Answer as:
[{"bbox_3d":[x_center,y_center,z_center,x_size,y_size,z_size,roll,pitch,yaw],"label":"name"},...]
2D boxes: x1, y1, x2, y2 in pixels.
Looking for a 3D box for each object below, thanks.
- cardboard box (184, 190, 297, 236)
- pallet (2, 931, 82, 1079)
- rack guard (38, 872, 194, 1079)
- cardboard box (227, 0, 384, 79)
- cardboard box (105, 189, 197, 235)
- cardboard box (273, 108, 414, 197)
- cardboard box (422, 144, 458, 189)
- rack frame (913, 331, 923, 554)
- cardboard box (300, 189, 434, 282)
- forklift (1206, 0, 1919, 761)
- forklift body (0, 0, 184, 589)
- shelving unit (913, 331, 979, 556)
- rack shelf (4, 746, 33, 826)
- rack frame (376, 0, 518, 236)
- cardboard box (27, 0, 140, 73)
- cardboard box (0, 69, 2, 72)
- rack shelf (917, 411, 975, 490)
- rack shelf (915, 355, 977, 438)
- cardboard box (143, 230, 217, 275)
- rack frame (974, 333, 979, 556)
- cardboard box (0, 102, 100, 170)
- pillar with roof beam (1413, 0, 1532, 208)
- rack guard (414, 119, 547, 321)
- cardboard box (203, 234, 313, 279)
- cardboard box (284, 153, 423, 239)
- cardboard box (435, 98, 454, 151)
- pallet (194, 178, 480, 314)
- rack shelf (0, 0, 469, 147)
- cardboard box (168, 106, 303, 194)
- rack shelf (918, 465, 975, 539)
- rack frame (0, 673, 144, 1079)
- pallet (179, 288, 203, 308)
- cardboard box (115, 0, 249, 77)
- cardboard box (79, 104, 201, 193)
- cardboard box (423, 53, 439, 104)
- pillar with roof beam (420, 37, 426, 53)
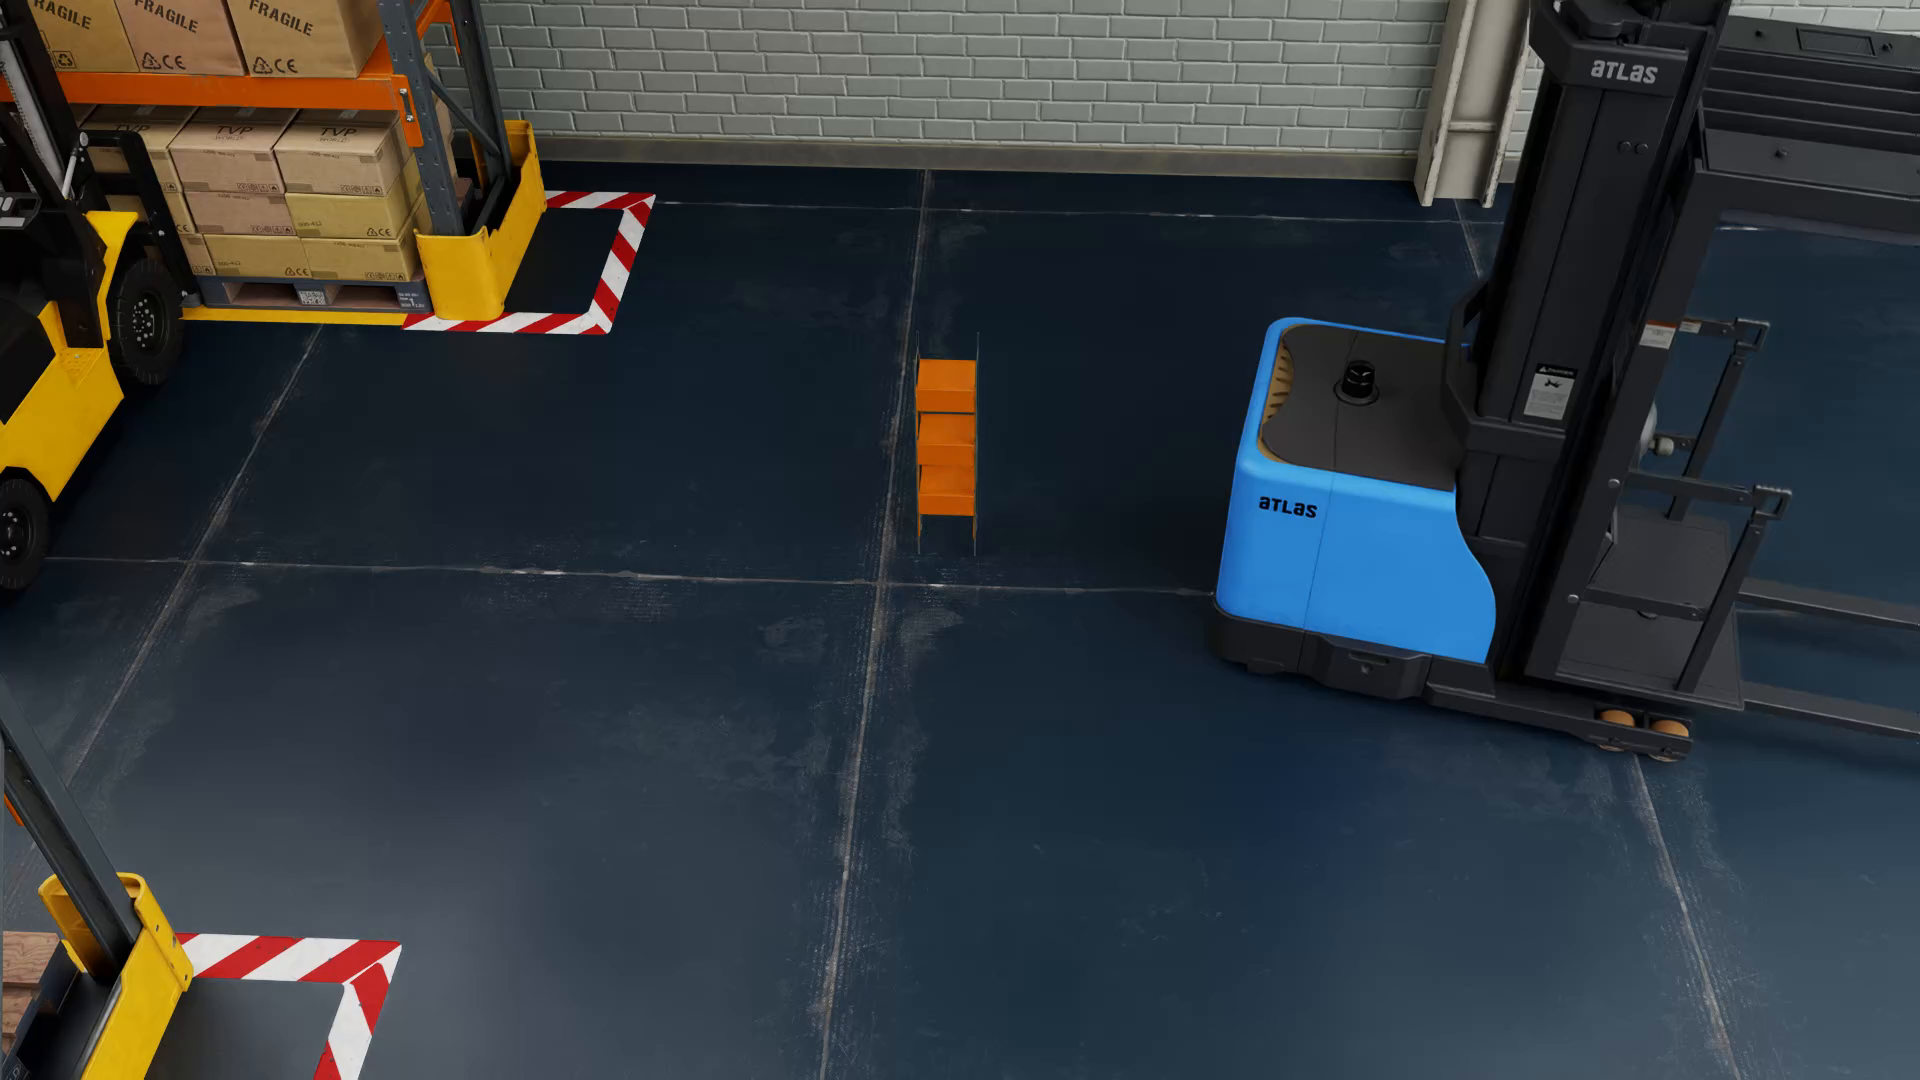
[{"bbox_3d":[-3.542,-1.780,8.388,0.500,0.250,0.500,1,43,1],"label":"cardboard box"},{"bbox_3d":[-3.646,1.724,5.329,1.213,0.211,1.003,2,43,2],"label":"pallet"},{"bbox_3d":[-2.836,1.668,5.178,0.348,0.500,1.175,2,43,2],"label":"rack guard"},{"bbox_3d":[-3.044,-2.497,7.742,0.500,0.500,0.500,1,43,1],"label":"cardboard box"},{"bbox_3d":[-4.058,-1.781,8.389,0.500,0.250,0.500,1,43,1],"label":"cardboard box"},{"bbox_3d":[-3.015,-1.940,8.193,0.500,0.250,0.500,3,43,3],"label":"cardboard box"},{"bbox_3d":[-3.023,-1.920,8.905,0.500,0.250,0.500,2,43,2],"label":"cardboard box"},{"bbox_3d":[-0.175,-0.390,6.983,0.008,1.050,0.200,2,43,2],"label":"rack frame"},{"bbox_3d":[-3.024,-1.571,8.531,0.500,0.250,0.500,2,43,2],"label":"cardboard box"},{"bbox_3d":[2.581,-0.623,5.854,3.031,2.935,1.130,11,44,11],"label":"forklift"},{"bbox_3d":[-4.517,-1.130,6.970,1.214,2.155,2.313,2,43,2],"label":"forklift body"},{"bbox_3d":[-0.053,-0.386,6.979,0.252,1.050,0.215,2,43,2],"label":"shelving unit"},{"bbox_3d":[-4.758,0.957,4.635,4.000,0.370,1.077,2,43,2],"label":"rack shelf"},{"bbox_3d":[-2.541,-2.625,7.952,0.127,3.000,1.000,2,43,2],"label":"rack frame"},{"bbox_3d":[-4.074,-2.535,7.783,0.500,0.500,0.500,1,43,1],"label":"cardboard box"},{"bbox_3d":[-4.577,-2.543,7.791,0.500,0.500,0.500,2,43,2],"label":"cardboard box"},{"bbox_3d":[-0.053,-0.378,6.986,0.240,0.259,0.215,2,43,2],"label":"rack shelf"},{"bbox_3d":[-0.053,-0.586,6.793,0.240,0.259,0.215,2,43,2],"label":"rack shelf"},{"bbox_3d":[-4.020,-1.615,8.577,0.500,0.250,0.500,2,43,2],"label":"cardboard box"},{"bbox_3d":[0.068,-0.382,6.975,0.008,1.050,0.200,2,43,2],"label":"rack frame"},{"bbox_3d":[-4.535,-1.981,8.237,0.500,0.250,0.500,1,43,1],"label":"cardboard box"},{"bbox_3d":[2.604,-2.339,3.245,0.400,9.000,9.100,2,43,2],"label":"pillar with roof beam"},{"bbox_3d":[-2.517,-1.709,8.803,0.348,0.500,1.175,2,43,2],"label":"rack guard"},{"bbox_3d":[-3.521,-1.593,8.554,0.500,0.250,0.500,2,43,2],"label":"cardboard box"},{"bbox_3d":[-3.041,-1.757,8.363,0.500,0.250,0.500,1,43,1],"label":"cardboard box"},{"bbox_3d":[-3.001,-2.111,8.743,0.500,0.250,0.500,2,43,3],"label":"cardboard box"},{"bbox_3d":[-3.307,-1.599,8.897,1.213,0.211,1.003,2,43,2],"label":"pallet"},{"bbox_3d":[-4.539,-2.423,8.263,4.000,0.370,1.077,2,43,2],"label":"rack shelf"},{"bbox_3d":[-3.525,-1.951,8.205,0.500,0.250,0.500,2,43,3],"label":"cardboard box"},{"bbox_3d":[-0.053,-0.175,7.176,0.240,0.259,0.215,2,43,2],"label":"rack shelf"},{"bbox_3d":[-2.761,0.755,4.324,0.127,3.000,1.000,2,43,2],"label":"rack frame"},{"bbox_3d":[-4.522,-1.639,8.939,1.213,0.211,1.003,2,43,2],"label":"pallet"},{"bbox_3d":[-3.562,-2.520,7.766,0.500,0.500,0.500,3,43,3],"label":"cardboard box"},{"bbox_3d":[-4.030,-1.960,8.215,0.500,0.250,0.500,2,43,2],"label":"cardboard box"},{"bbox_3d":[-3.012,-2.282,8.560,0.500,0.250,0.500,1,43,1],"label":"cardboard box"},{"bbox_3d":[-3.390,-2.523,3.442,0.400,9.000,9.100,2,43,2],"label":"pillar with roof beam"}]
